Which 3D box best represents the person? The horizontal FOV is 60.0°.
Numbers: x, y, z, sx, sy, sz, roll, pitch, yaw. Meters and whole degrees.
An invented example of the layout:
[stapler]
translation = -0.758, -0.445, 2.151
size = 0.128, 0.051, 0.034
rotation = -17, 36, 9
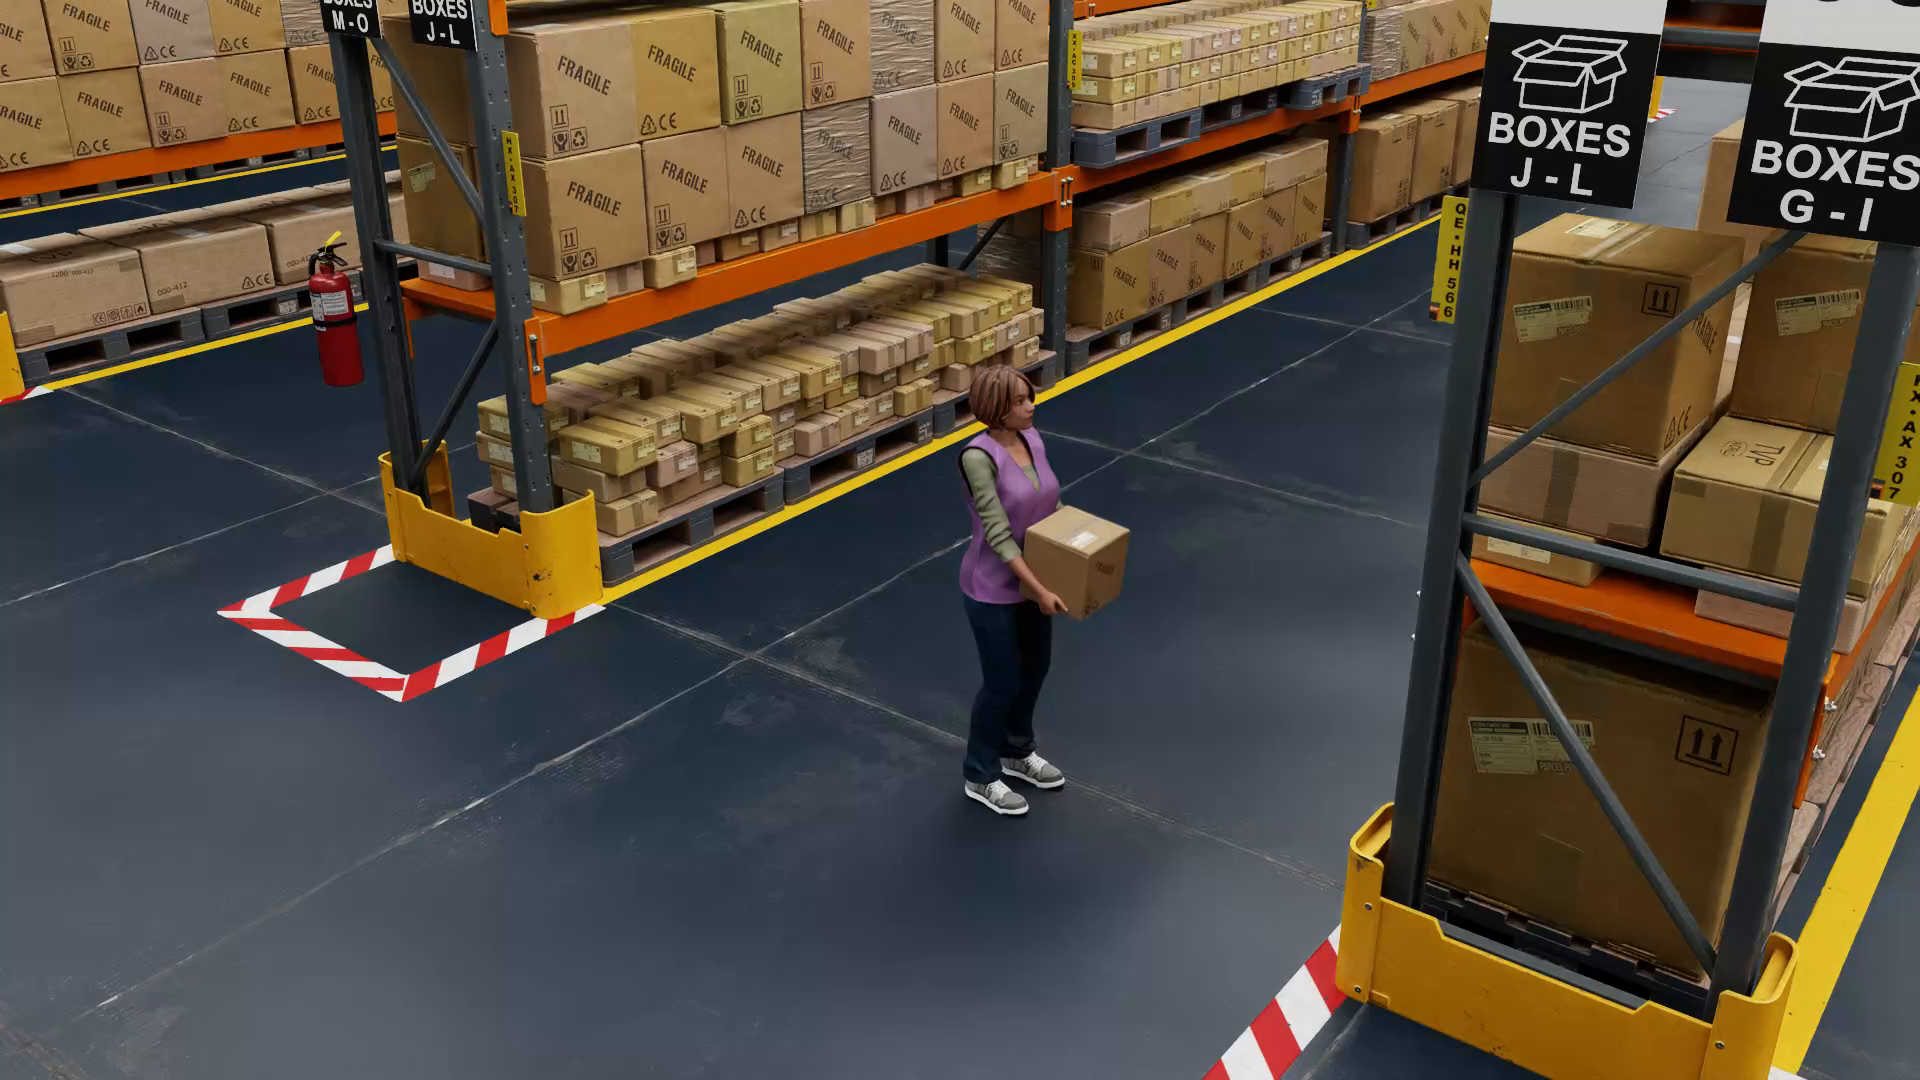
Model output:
[person]
translation = 0.239, 0.189, 5.690
size = 0.491, 1.589, 0.408
rotation = 17, 29, 33
